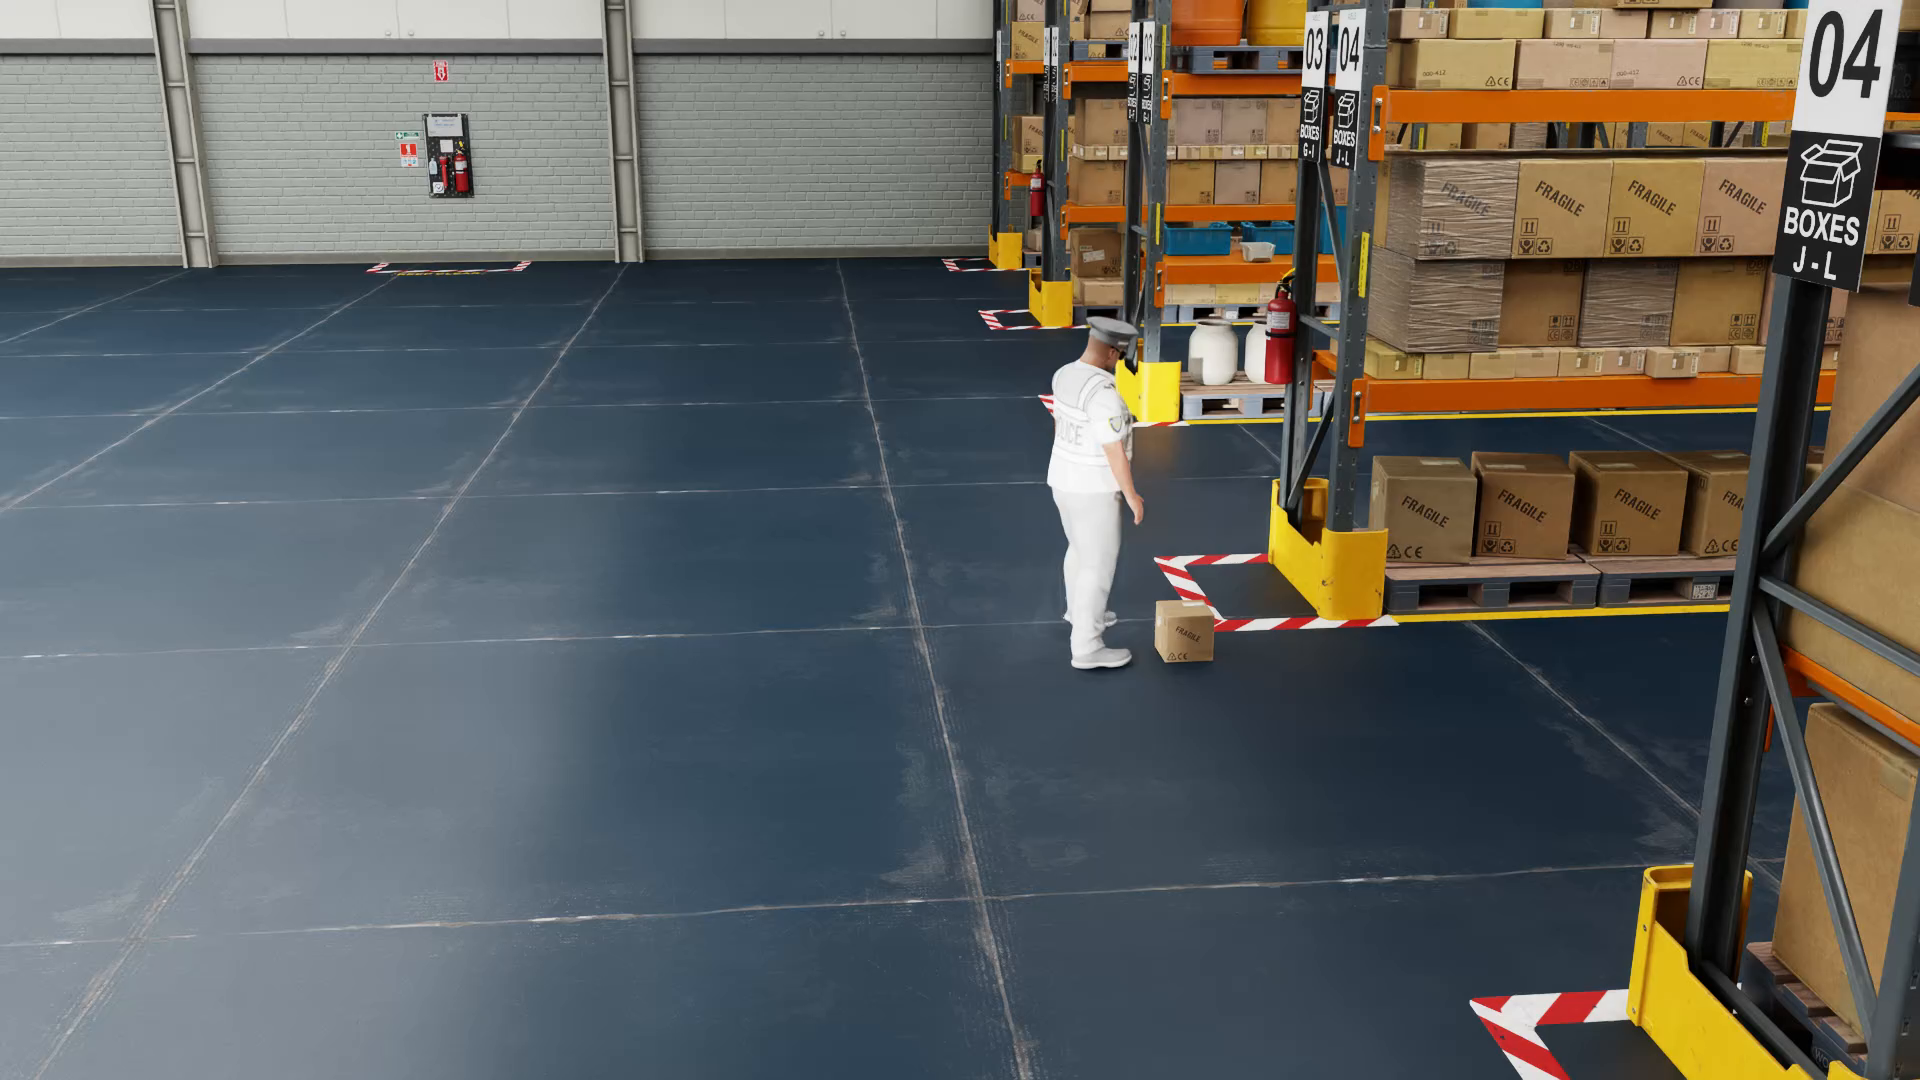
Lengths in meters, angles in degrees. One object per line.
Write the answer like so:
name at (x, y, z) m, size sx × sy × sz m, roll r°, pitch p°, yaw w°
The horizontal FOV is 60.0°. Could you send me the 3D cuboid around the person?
person at (0.697, -0.280, 8.442) m, size 0.549 × 1.742 × 0.738 m, roll -6°, pitch 18°, yaw -19°
